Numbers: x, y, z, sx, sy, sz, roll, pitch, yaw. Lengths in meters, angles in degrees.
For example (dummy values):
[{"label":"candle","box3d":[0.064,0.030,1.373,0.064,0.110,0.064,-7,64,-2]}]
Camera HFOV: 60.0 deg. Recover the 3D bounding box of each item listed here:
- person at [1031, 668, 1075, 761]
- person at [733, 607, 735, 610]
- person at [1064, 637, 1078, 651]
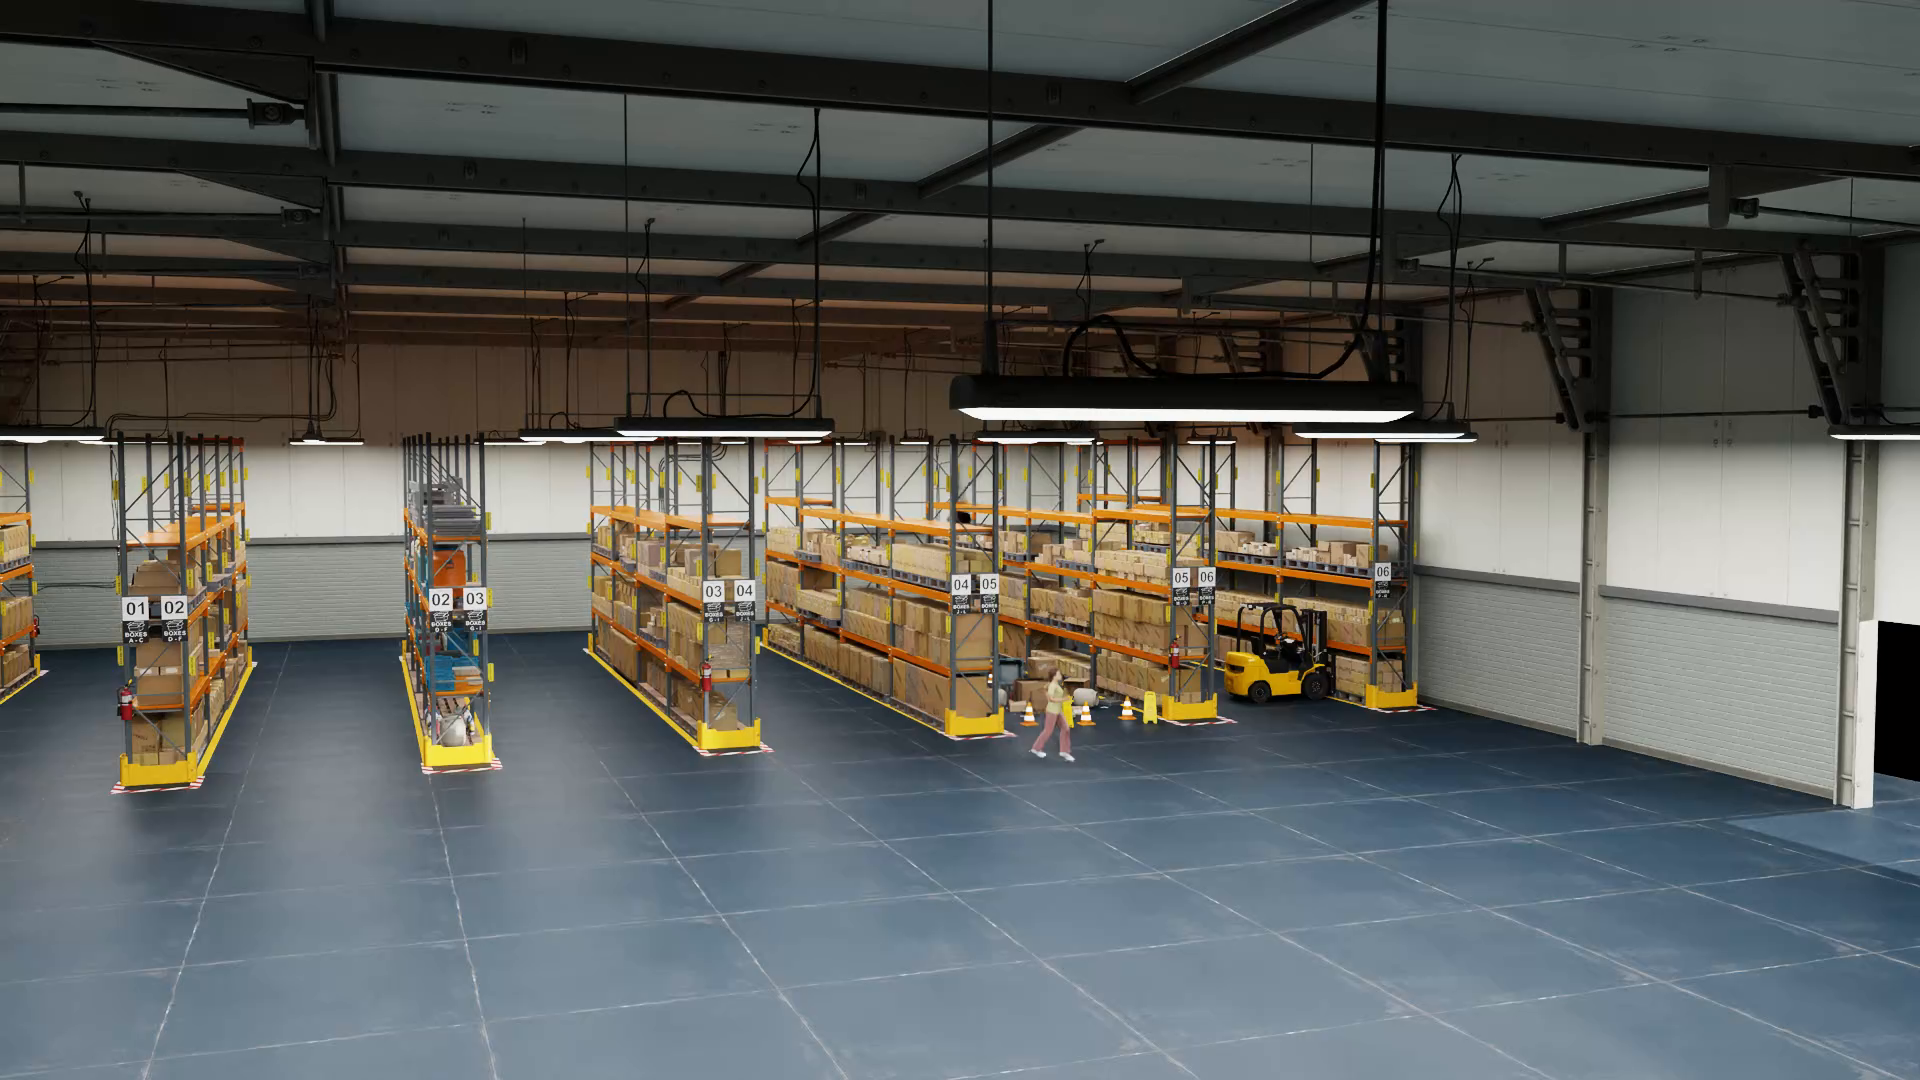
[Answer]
[{"label":"person","box3d":[1.684,3.193,30.407,0.806,1.714,0.565,1,3,19]},{"label":"person","box3d":[-5.813,2.458,42.957,0.701,1.730,0.776,-1,3,-25]},{"label":"person","box3d":[3.028,2.287,46.597,0.600,1.769,0.831,-1,3,-22]}]
